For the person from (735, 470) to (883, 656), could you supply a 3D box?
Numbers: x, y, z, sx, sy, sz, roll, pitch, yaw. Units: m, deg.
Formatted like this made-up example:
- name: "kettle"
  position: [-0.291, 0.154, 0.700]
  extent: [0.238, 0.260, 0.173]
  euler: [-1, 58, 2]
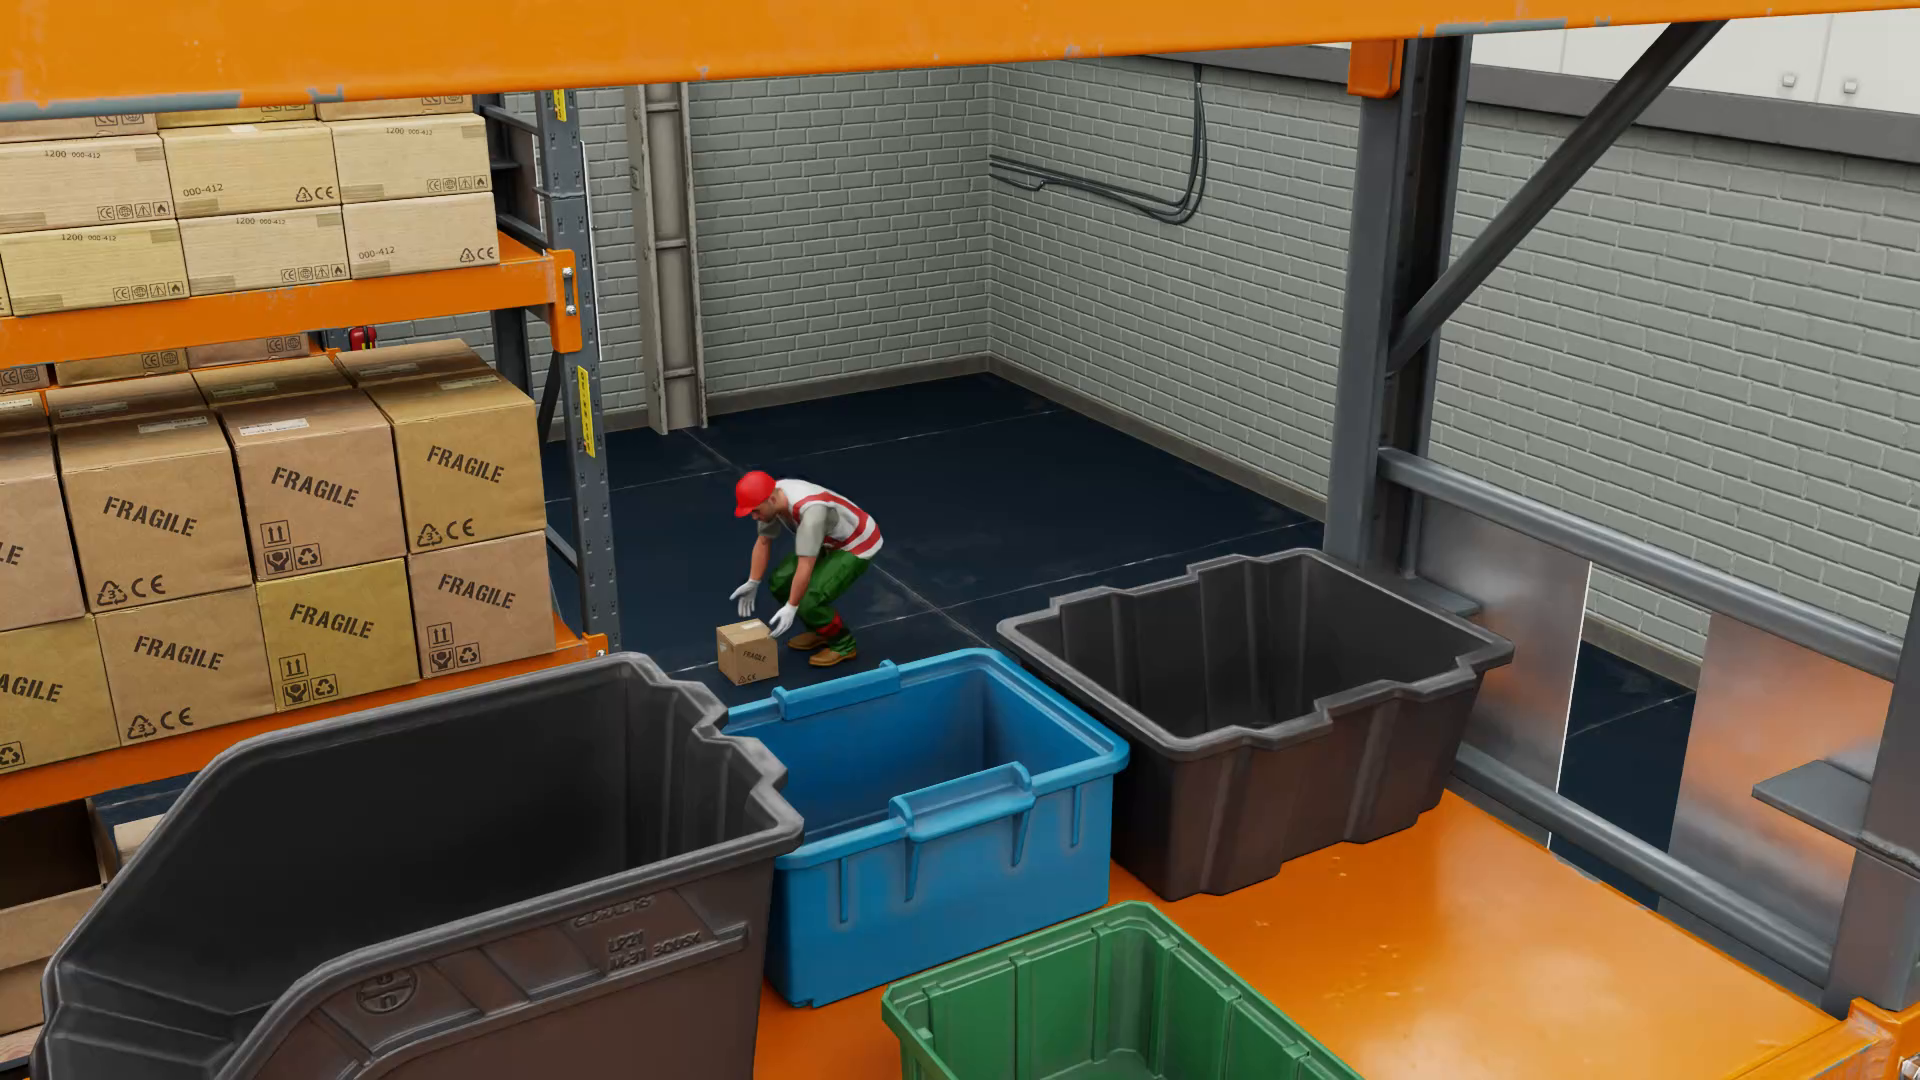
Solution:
- name: "person"
  position: [-0.822, 0.101, 9.075]
  extent: [0.852, 1.125, 0.585]
  euler: [-12, 25, -28]
